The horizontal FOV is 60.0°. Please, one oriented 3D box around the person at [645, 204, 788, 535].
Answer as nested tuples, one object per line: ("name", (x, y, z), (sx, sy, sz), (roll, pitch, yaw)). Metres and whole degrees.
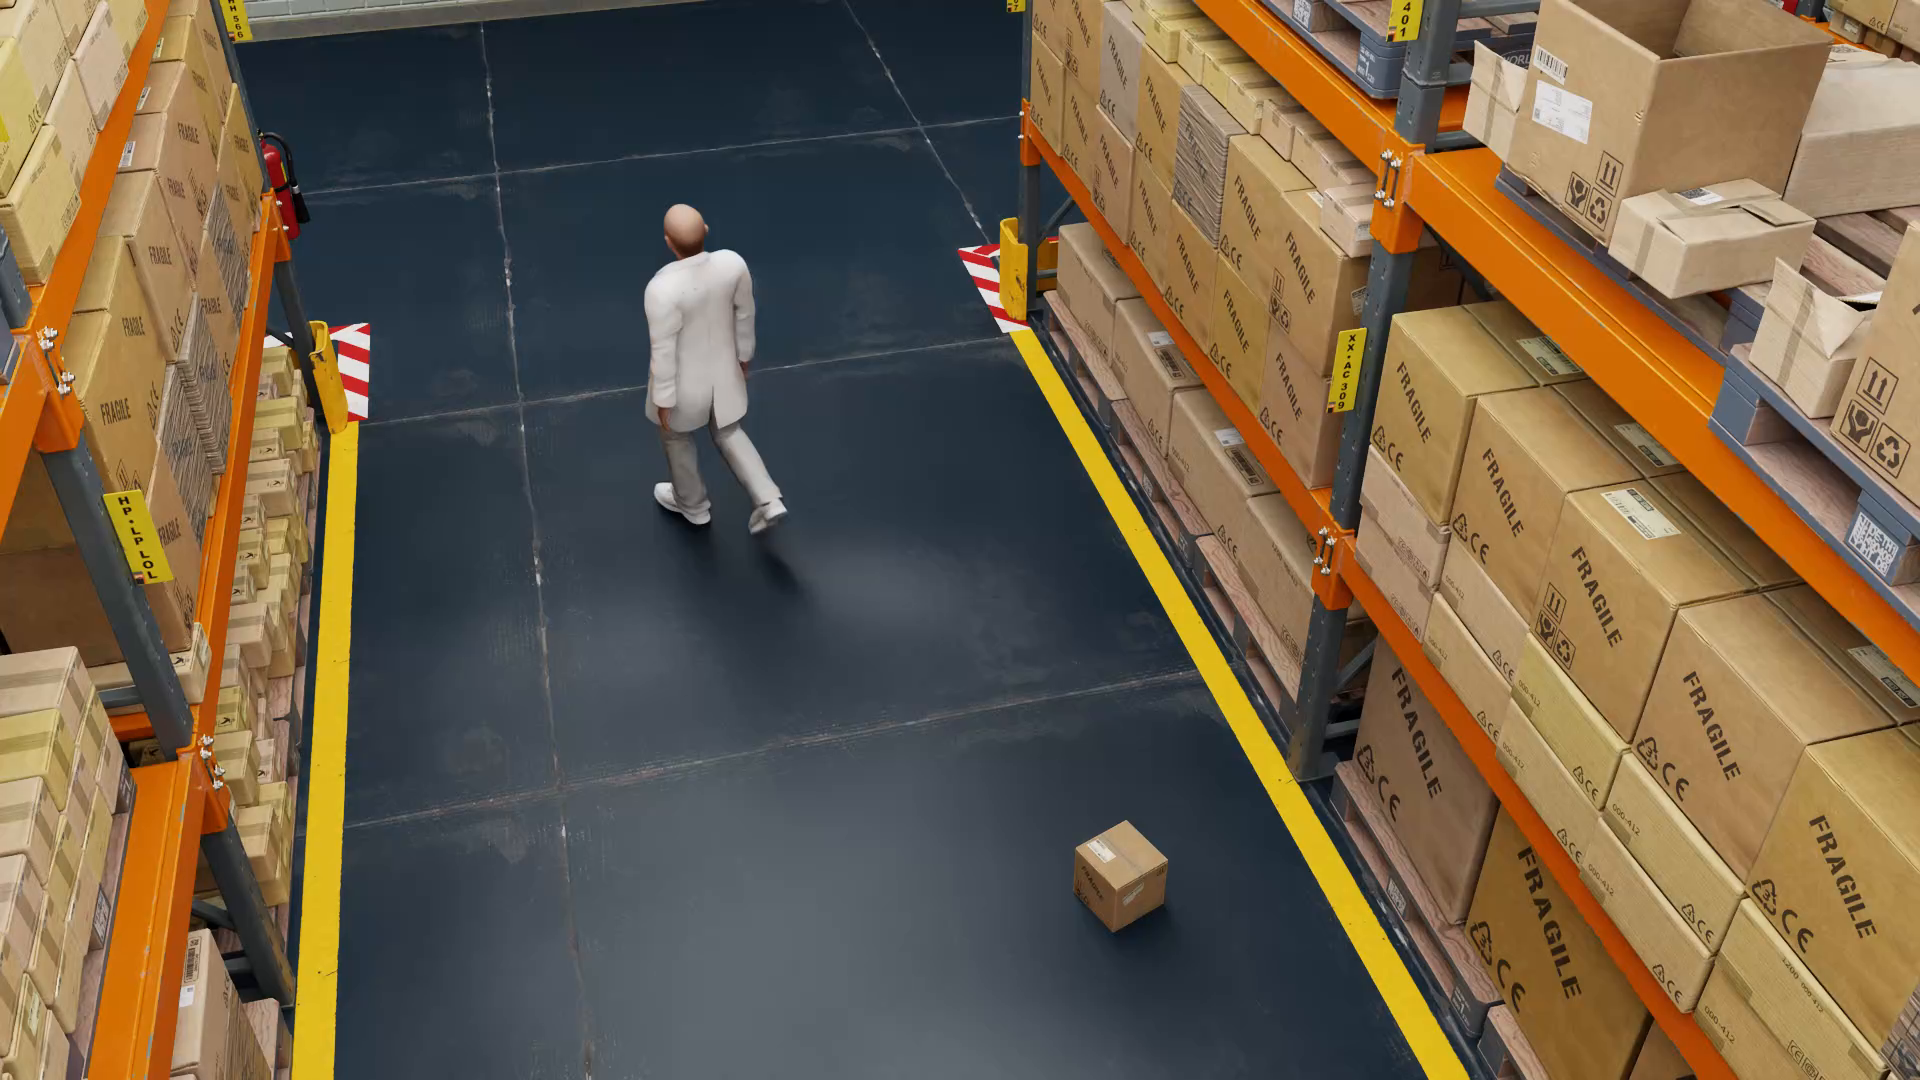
("person", (-1.172, -0.717, 7.713), (0.590, 1.655, 0.890), (-27, 45, -31))
